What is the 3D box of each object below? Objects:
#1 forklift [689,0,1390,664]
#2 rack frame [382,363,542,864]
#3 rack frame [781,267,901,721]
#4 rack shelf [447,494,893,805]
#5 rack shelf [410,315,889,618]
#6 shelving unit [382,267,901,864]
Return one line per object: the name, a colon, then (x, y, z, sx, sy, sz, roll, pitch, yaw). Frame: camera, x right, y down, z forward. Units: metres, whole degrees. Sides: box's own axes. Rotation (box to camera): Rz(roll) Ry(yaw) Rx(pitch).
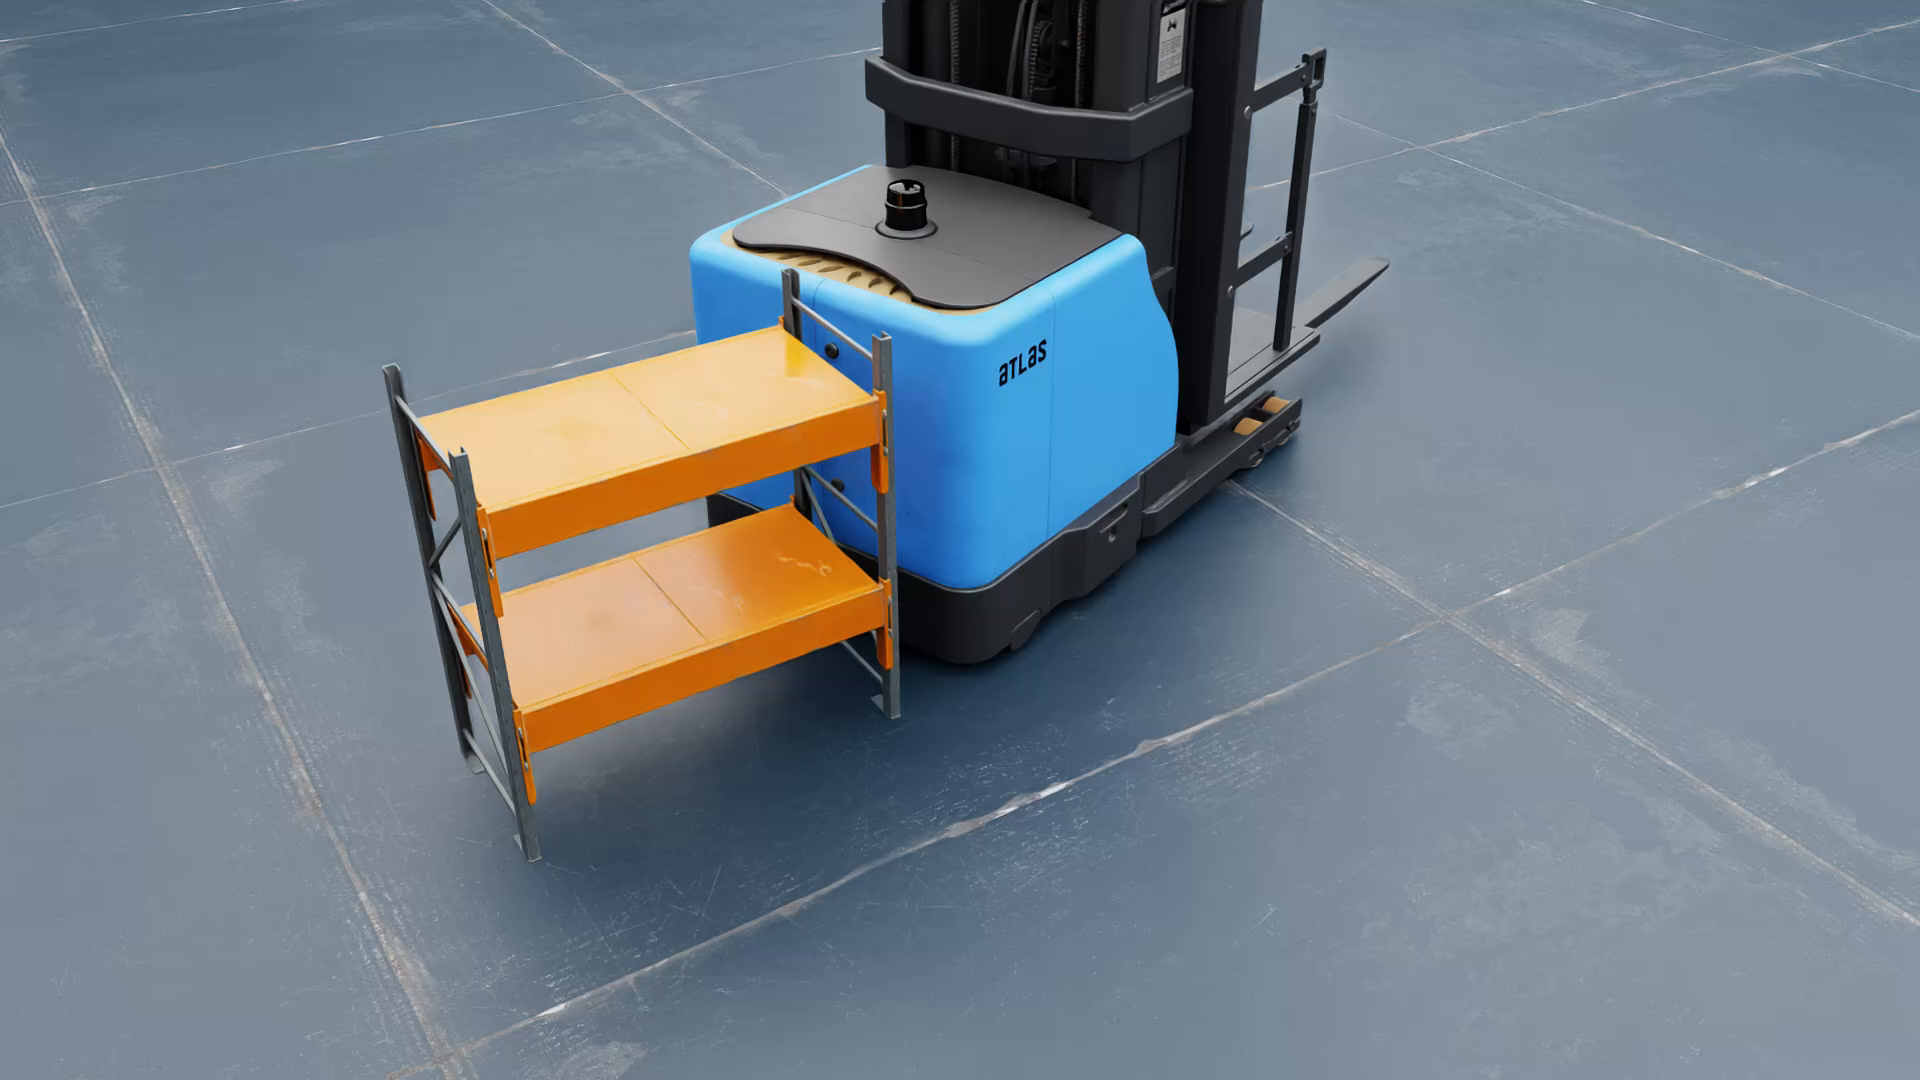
forklift: (0.528, -1.627, 5.082, 1.130, 2.935, 3.031, 22, 38, 31)
rack frame: (-1.161, 0.190, 3.895, 0.032, 1.125, 0.500, -19, 37, -27)
rack frame: (-0.308, -0.105, 4.363, 0.032, 1.125, 0.500, -19, 37, -27)
rack shelf: (-0.735, 0.249, 4.259, 1.000, 0.278, 0.538, -19, 37, -27)
rack shelf: (-0.735, -0.205, 3.973, 1.000, 0.278, 0.538, -19, 37, -27)
shelving unit: (-0.735, 0.042, 4.129, 1.048, 1.125, 0.538, -19, 37, -27)
